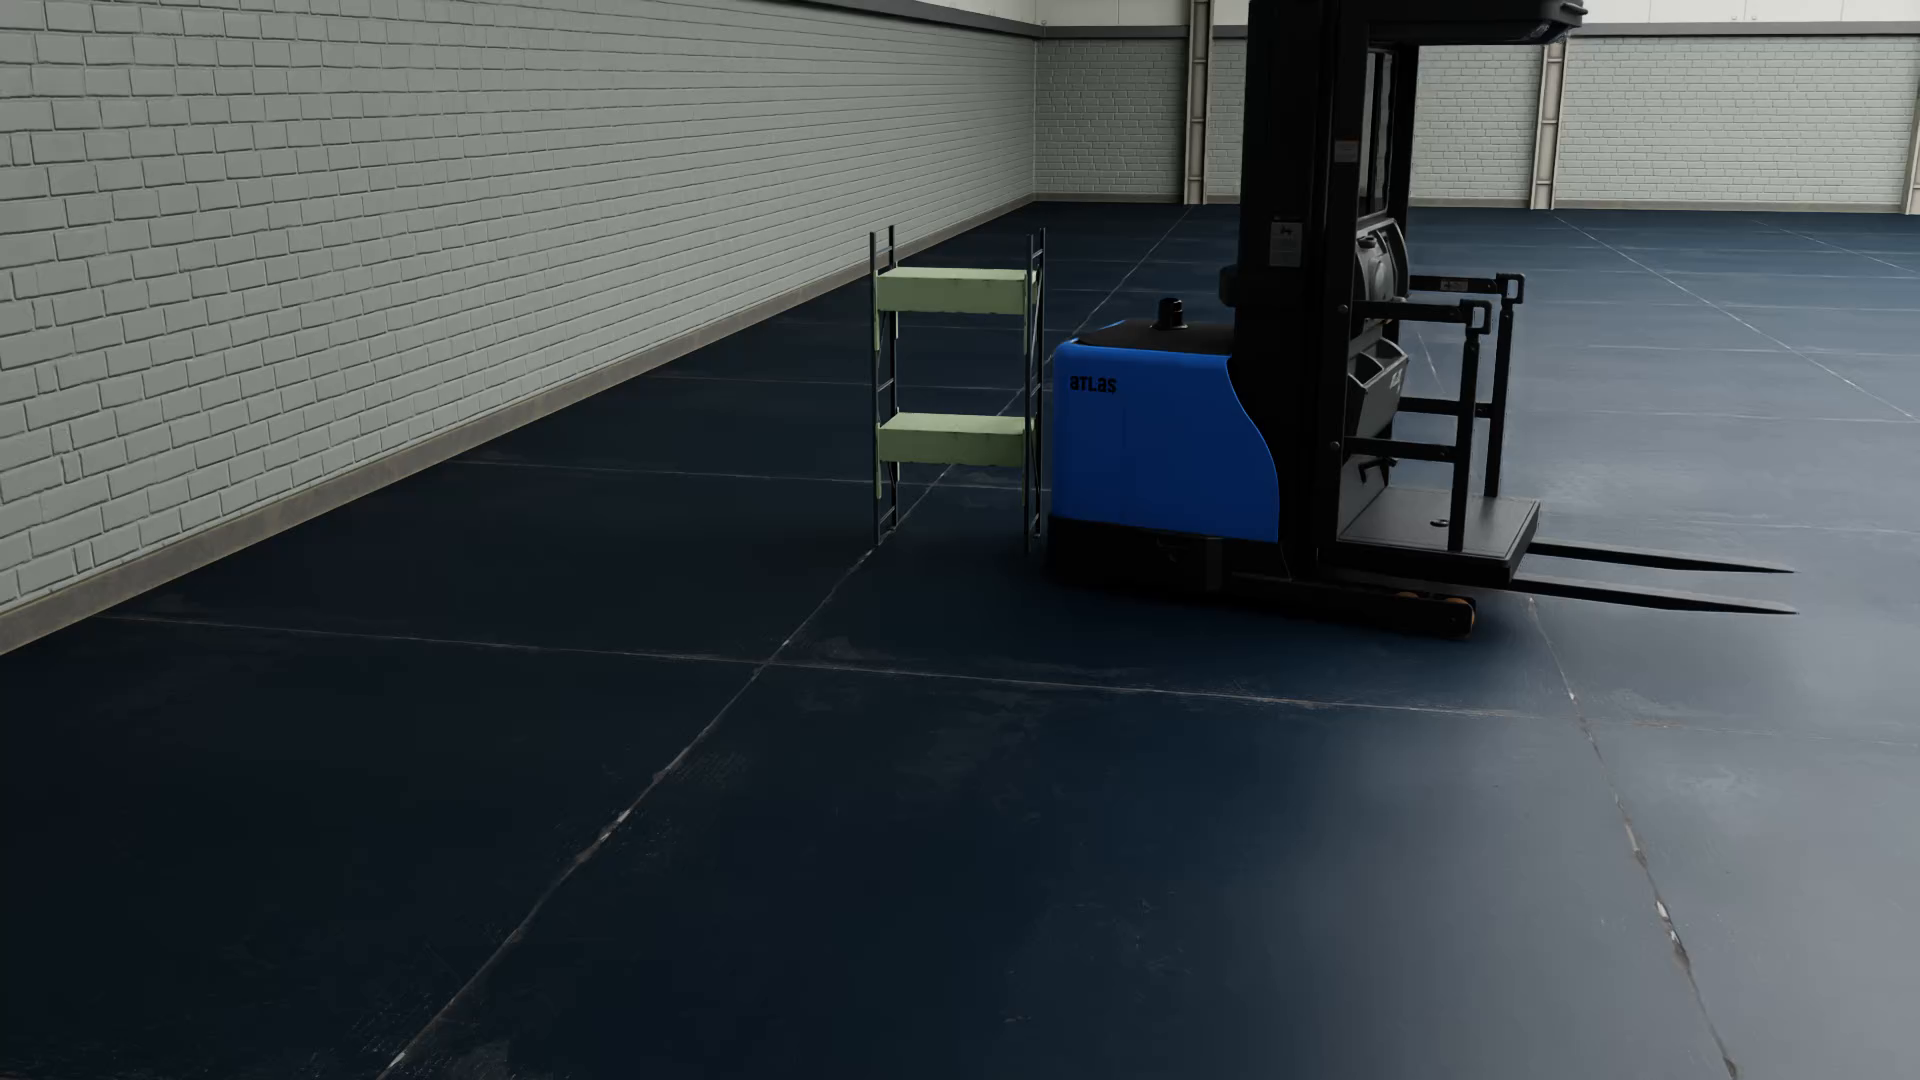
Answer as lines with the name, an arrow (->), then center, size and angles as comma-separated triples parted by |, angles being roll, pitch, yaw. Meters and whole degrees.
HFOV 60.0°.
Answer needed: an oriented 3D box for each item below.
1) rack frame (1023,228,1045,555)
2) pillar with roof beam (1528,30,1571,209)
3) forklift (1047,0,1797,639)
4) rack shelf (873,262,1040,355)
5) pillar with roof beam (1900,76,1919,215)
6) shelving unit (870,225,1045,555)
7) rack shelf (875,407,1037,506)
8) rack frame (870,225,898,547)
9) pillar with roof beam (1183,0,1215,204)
rack frame -> 0.352, -0.704, 7.885 | 0.023, 1.500, 0.400 | 3, 16, 11
pillar with roof beam -> 9.293, -9.002, 23.796 | 0.400, 9.000, 9.100 | 3, 16, 11
forklift -> 1.951, -1.173, 6.898 | 3.031, 2.935, 1.130 | 7, 17, 24
rack shelf -> -0.007, -1.099, 7.851 | 0.720, 0.370, 0.431 | 3, 16, 11
pillar with roof beam -> 15.173, -8.683, 22.643 | 0.400, 9.000, 9.100 | 3, 16, 11
shelving unit -> -0.007, -0.723, 7.956 | 0.755, 1.500, 0.431 | 3, 16, 11
rack shelf -> -0.007, -0.409, 8.043 | 0.720, 0.370, 0.431 | 3, 16, 11
rack frame -> -0.365, -0.743, 8.026 | 0.023, 1.500, 0.400 | 3, 16, 11
pillar with roof beam -> 3.414, -9.321, 24.948 | 0.400, 9.000, 9.100 | 3, 16, 11
